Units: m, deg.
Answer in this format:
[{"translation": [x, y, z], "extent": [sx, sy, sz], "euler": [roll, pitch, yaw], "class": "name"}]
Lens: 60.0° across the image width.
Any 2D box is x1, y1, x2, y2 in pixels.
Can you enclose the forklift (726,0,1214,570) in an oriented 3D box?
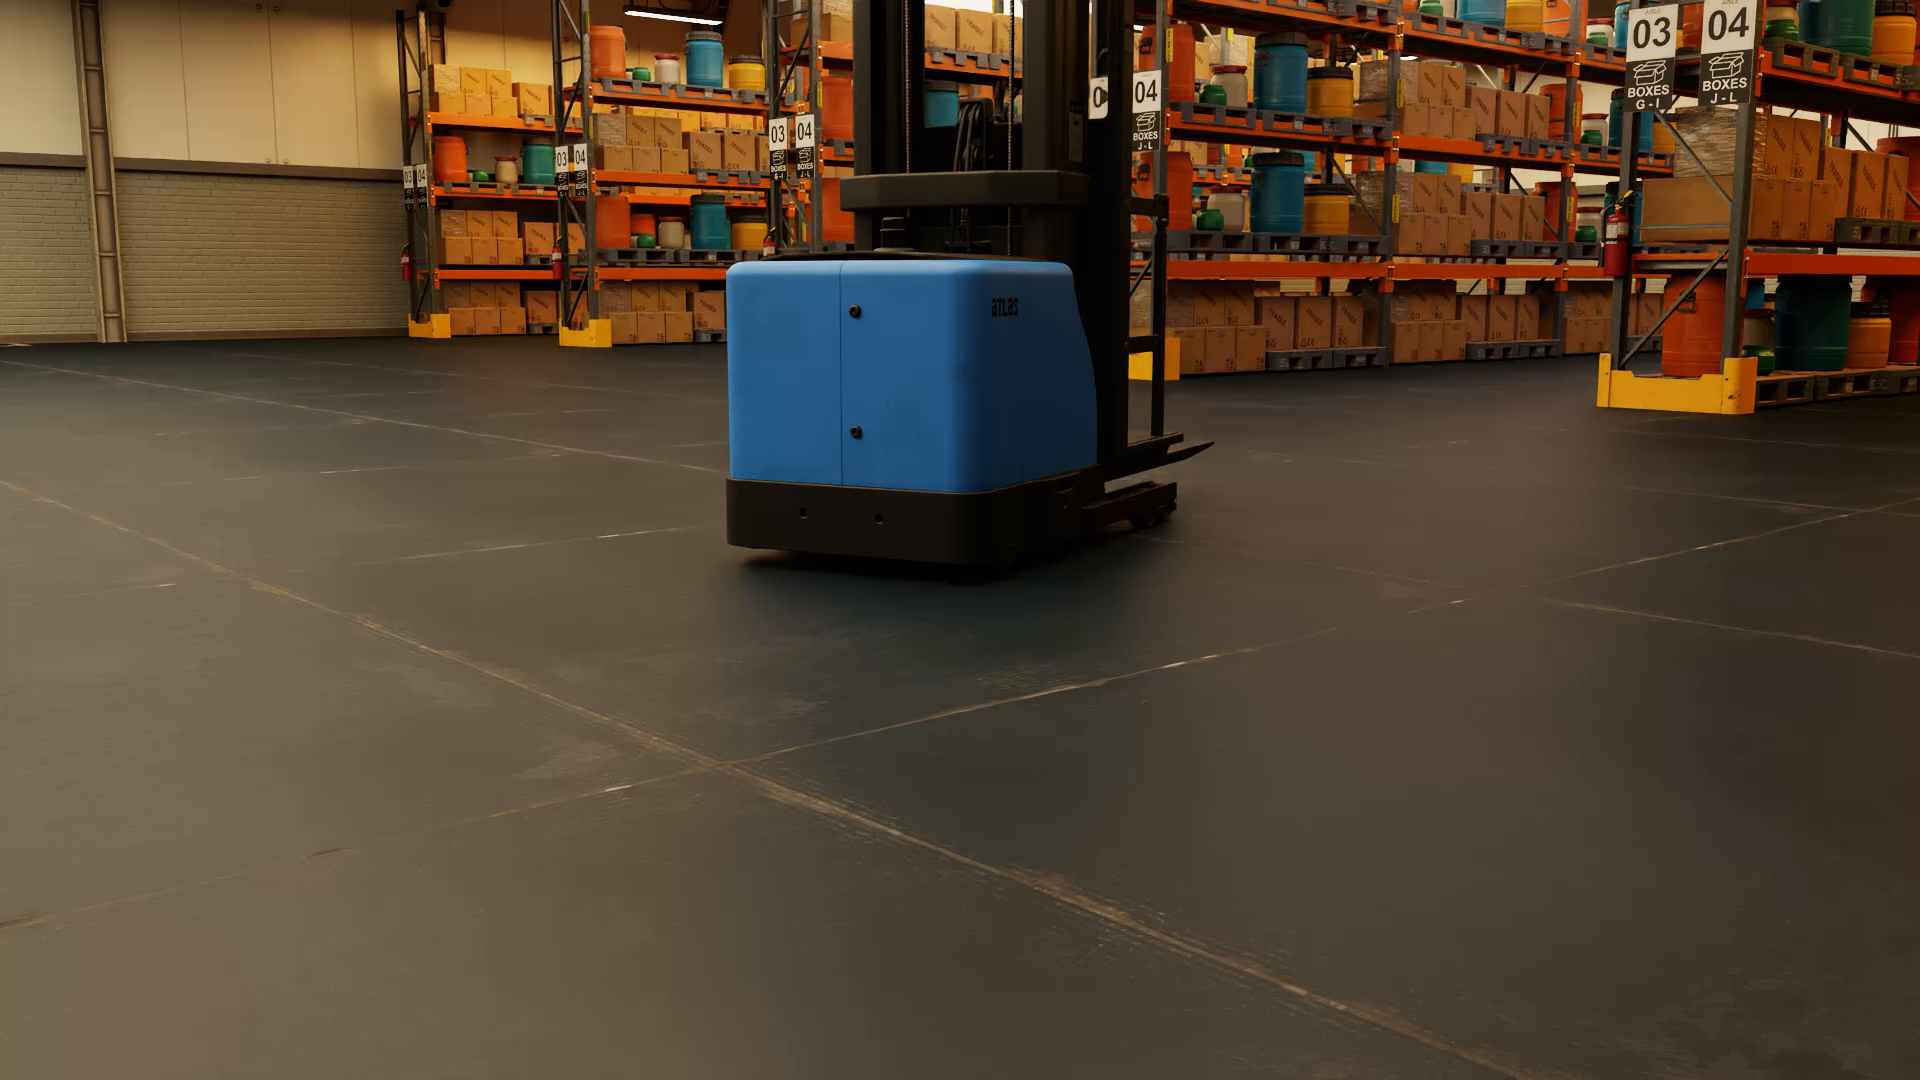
[{"translation": [0.275, -1.531, 6.852], "extent": [1.130, 2.935, 3.031], "euler": [4, 10, 26], "class": "forklift"}]
